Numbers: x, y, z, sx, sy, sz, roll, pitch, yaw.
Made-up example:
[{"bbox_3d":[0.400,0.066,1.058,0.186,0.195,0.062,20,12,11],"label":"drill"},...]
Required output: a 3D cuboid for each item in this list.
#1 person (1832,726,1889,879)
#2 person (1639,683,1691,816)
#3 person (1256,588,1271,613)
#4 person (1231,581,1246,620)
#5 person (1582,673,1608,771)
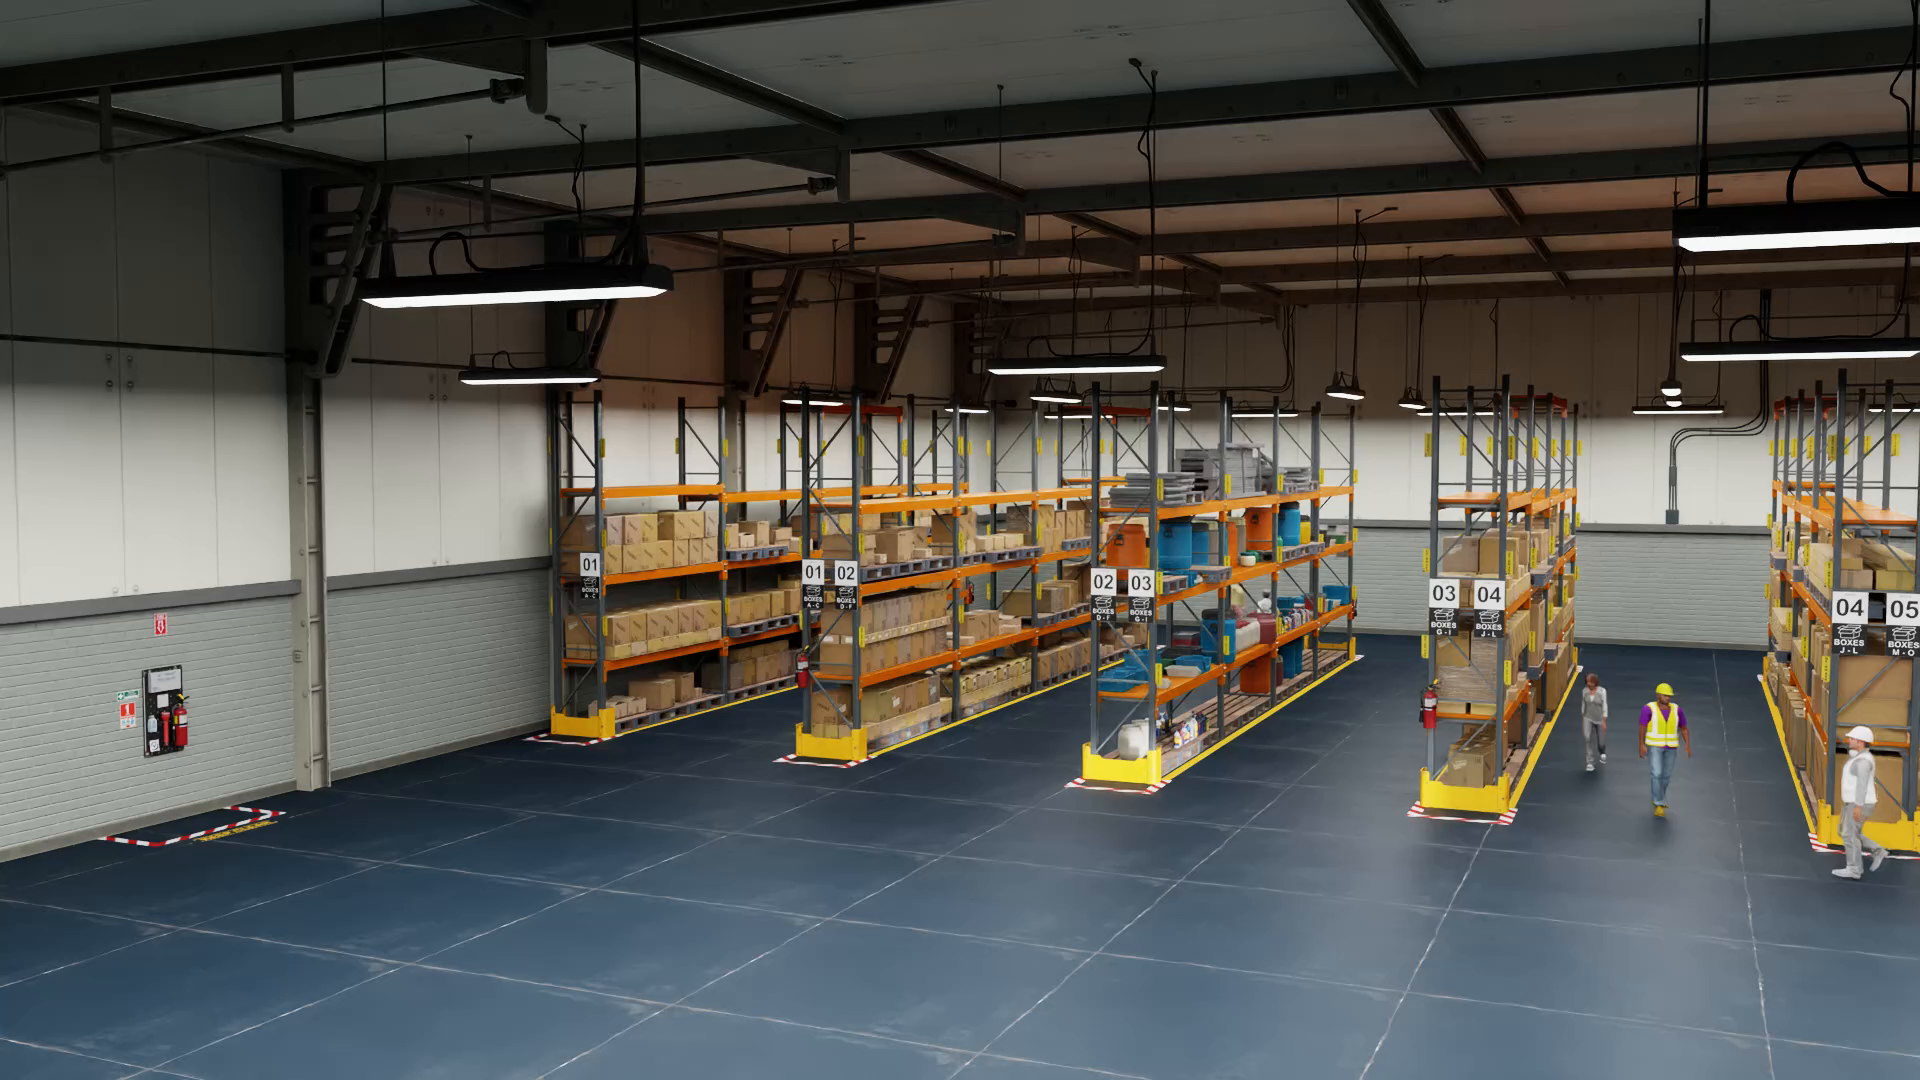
[{"bbox_3d":[10.462,3.038,19.271,0.606,1.764,0.546,1,3,20],"label":"person"},{"bbox_3d":[9.692,2.856,22.837,0.625,1.776,0.679,0,3,5],"label":"person"},{"bbox_3d":[7.242,1.988,39.347,0.523,1.682,0.430,-1,3,-14],"label":"person"},{"bbox_3d":[7.422,1.735,44.533,1.078,1.613,0.443,3,4,44],"label":"person"},{"bbox_3d":[9.918,2.815,25.997,0.407,1.477,0.904,2,4,30],"label":"person"}]
